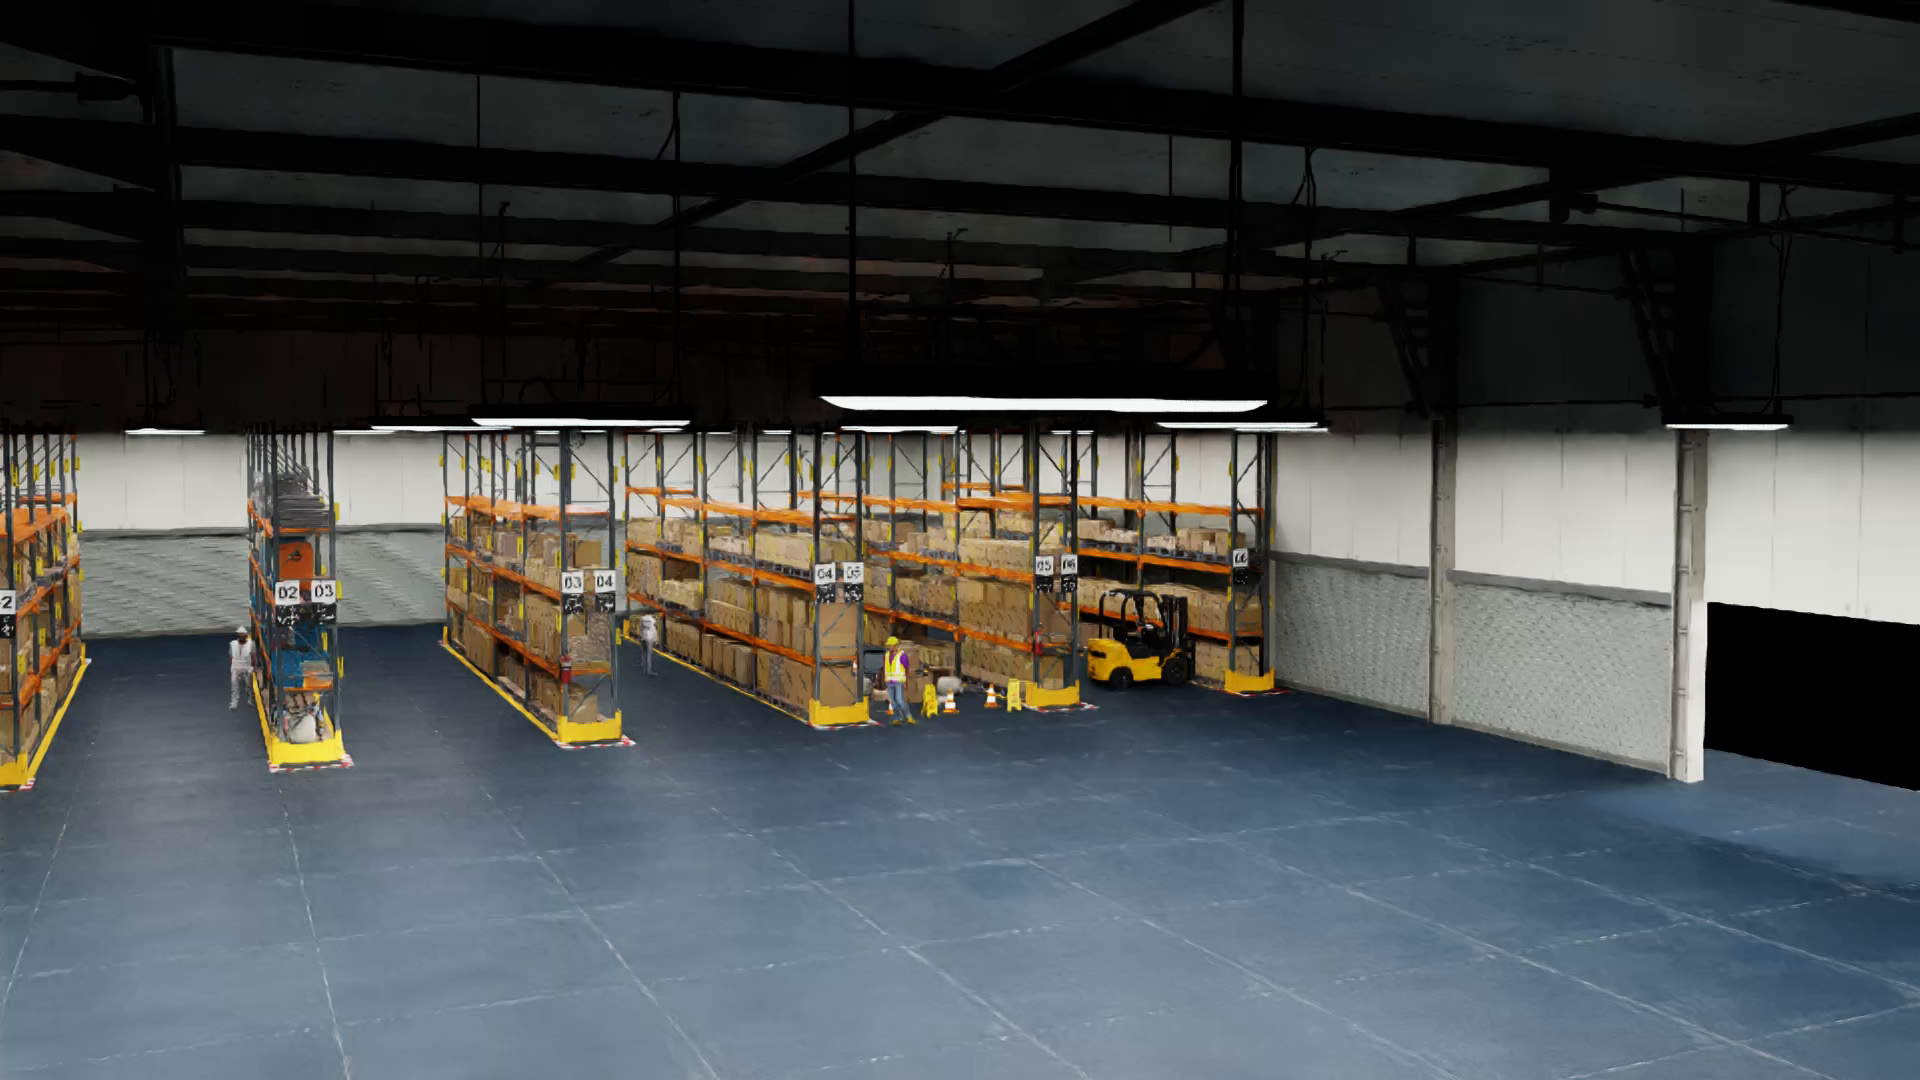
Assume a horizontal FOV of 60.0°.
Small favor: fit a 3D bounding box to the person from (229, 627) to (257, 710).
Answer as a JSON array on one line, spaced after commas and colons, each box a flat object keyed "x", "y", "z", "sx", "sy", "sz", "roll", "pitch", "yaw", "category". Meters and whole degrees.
[{"x": -15.028, "y": 2.672, "z": 34.848, "sx": 0.553, "sy": 1.724, "sz": 1.036, "roll": -1, "pitch": 4, "yaw": -16, "category": "person"}]

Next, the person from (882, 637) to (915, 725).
[{"x": -1.227, "y": 2.778, "z": 32.828, "sx": 0.696, "sy": 1.759, "sz": 0.457, "roll": 2, "pitch": 4, "yaw": 29, "category": "person"}]

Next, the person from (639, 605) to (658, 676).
[{"x": -7.428, "y": 2.389, "z": 39.771, "sx": 0.538, "sy": 1.680, "sz": 0.408, "roll": 2, "pitch": 4, "yaw": 35, "category": "person"}]

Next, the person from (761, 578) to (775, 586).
[{"x": -6.145, "y": 1.568, "z": 53.562, "sx": 0.542, "sy": 1.632, "sz": 0.552, "roll": 1, "pitch": 4, "yaw": 13, "category": "person"}]
